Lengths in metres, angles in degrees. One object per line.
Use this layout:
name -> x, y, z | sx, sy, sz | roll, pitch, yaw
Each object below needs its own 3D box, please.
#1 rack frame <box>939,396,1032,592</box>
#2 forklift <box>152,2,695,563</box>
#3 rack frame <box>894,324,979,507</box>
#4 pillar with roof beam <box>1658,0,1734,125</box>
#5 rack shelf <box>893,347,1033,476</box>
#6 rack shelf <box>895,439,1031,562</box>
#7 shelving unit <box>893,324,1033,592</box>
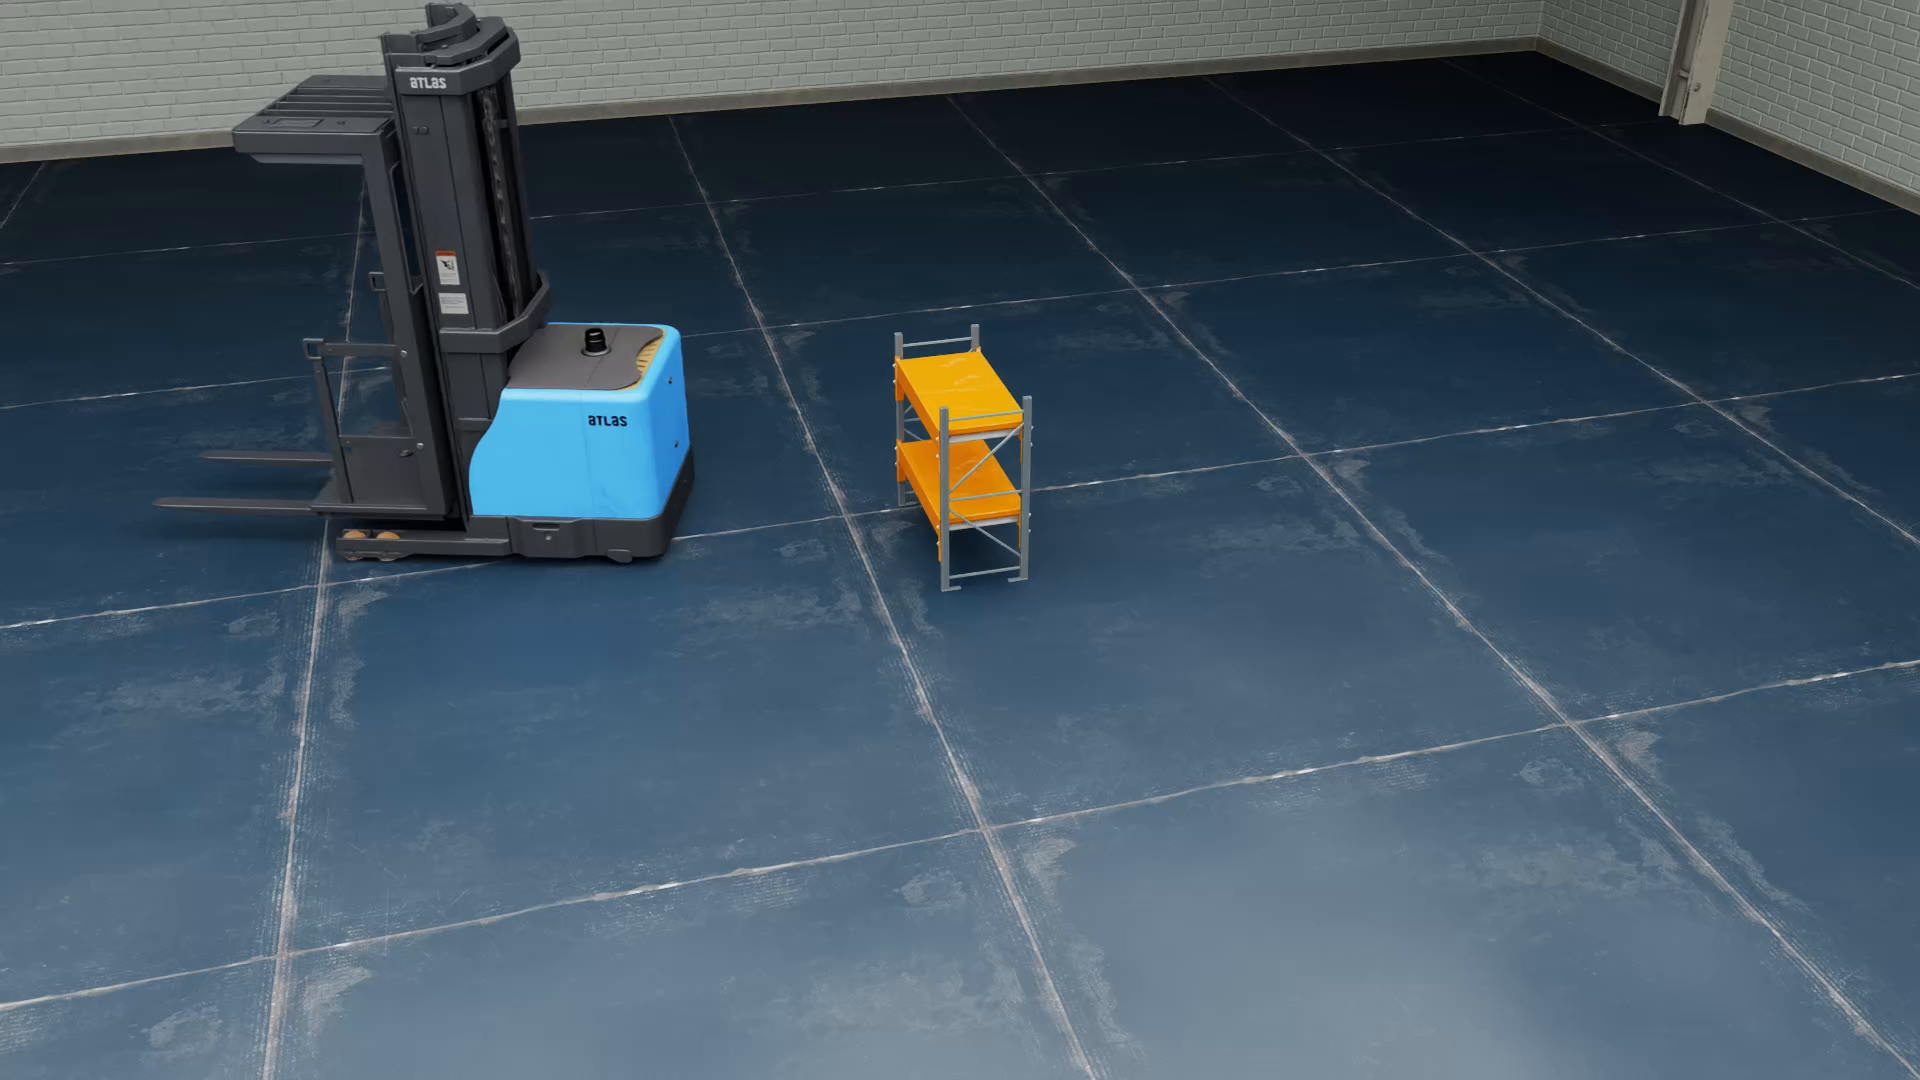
rack frame -> 0.137, -0.238, 9.038 | 0.500, 1.125, 0.032 | -8, 31, -13
forklift -> -3.168, -1.409, 9.258 | 3.031, 2.935, 1.130 | 1, 30, 3
rack frame -> -0.133, -0.729, 9.887 | 0.500, 1.125, 0.032 | -8, 31, -13
pillar with roof beam -> 3.383, -7.718, 14.101 | 9.100, 9.000, 0.400 | -8, 31, -13
rack shelf -> 0.002, -0.737, 9.316 | 0.538, 0.278, 1.000 | -8, 31, -13
rack shelf -> 0.002, -0.272, 9.585 | 0.538, 0.278, 1.000 | -8, 31, -13
shelving unit -> 0.002, -0.484, 9.463 | 0.538, 1.125, 1.048 | -8, 31, -13
